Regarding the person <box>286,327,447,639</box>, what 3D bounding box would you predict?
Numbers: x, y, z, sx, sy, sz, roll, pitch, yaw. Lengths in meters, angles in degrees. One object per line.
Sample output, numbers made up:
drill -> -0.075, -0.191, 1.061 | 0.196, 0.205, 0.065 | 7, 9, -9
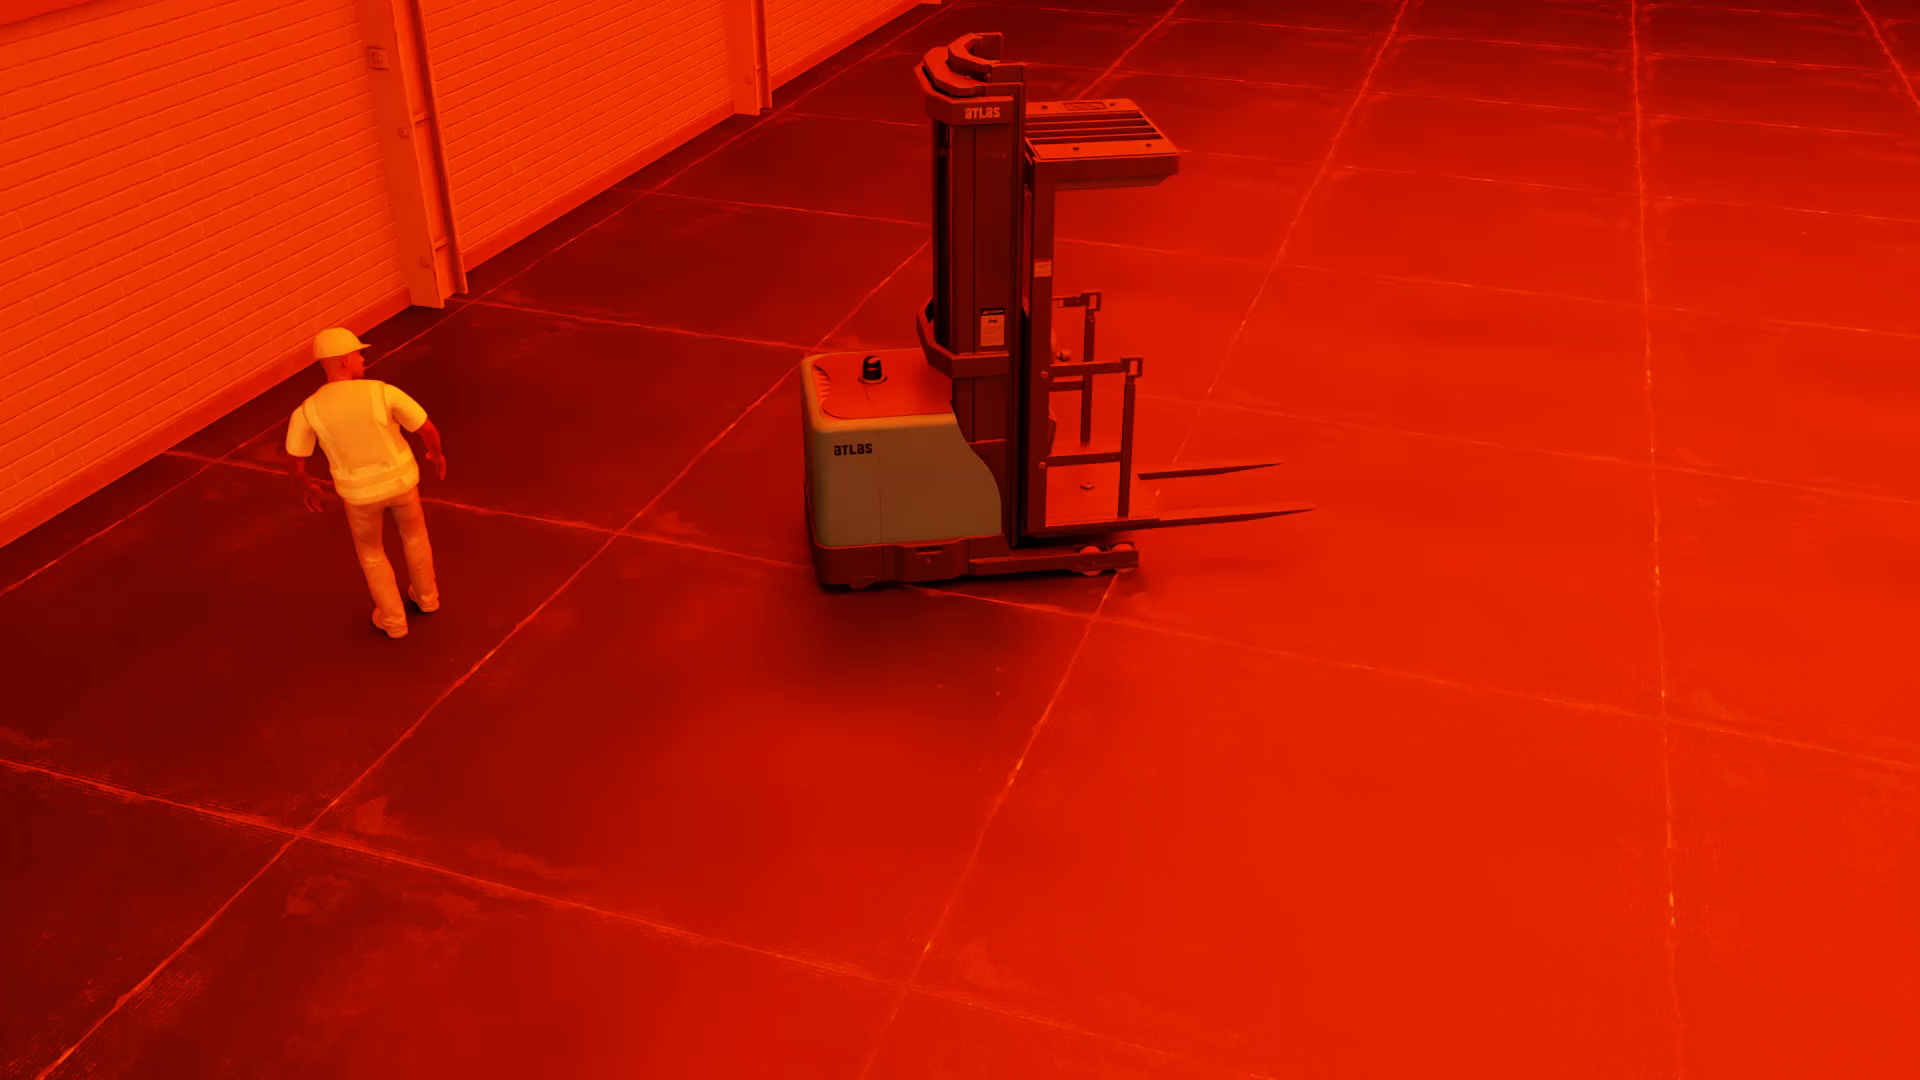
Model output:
person -> -3.157, -0.324, 8.907 | 0.794, 1.743, 0.523 | -14, 32, -23

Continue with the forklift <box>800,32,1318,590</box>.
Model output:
forklift -> 0.603, -1.321, 9.453 | 3.031, 2.935, 1.130 | -5, 30, -8
